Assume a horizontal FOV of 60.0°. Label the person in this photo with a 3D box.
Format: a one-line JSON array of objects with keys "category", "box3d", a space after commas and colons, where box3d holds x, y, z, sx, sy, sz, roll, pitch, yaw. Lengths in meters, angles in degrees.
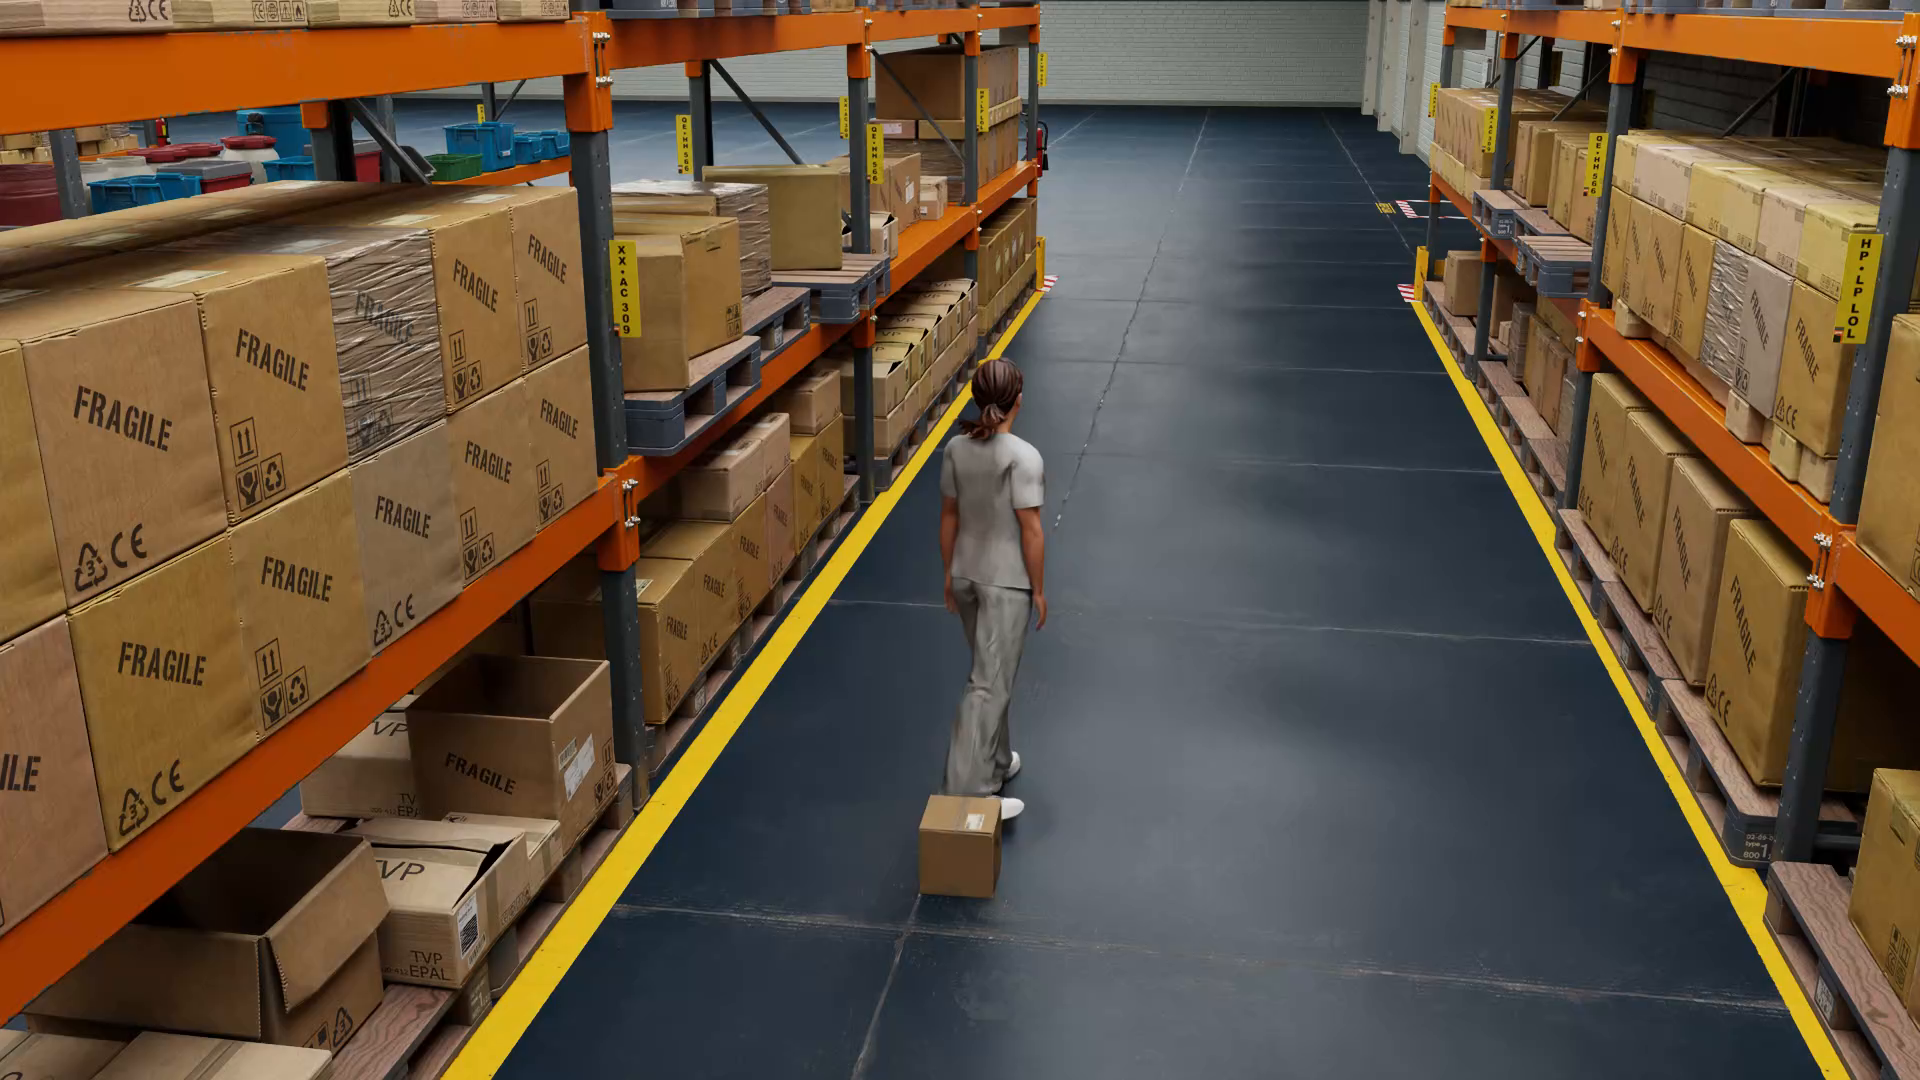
[{"category": "person", "box3d": [0.106, 0.180, 6.016, 0.568, 1.661, 0.484, -17, 24, -41]}]
